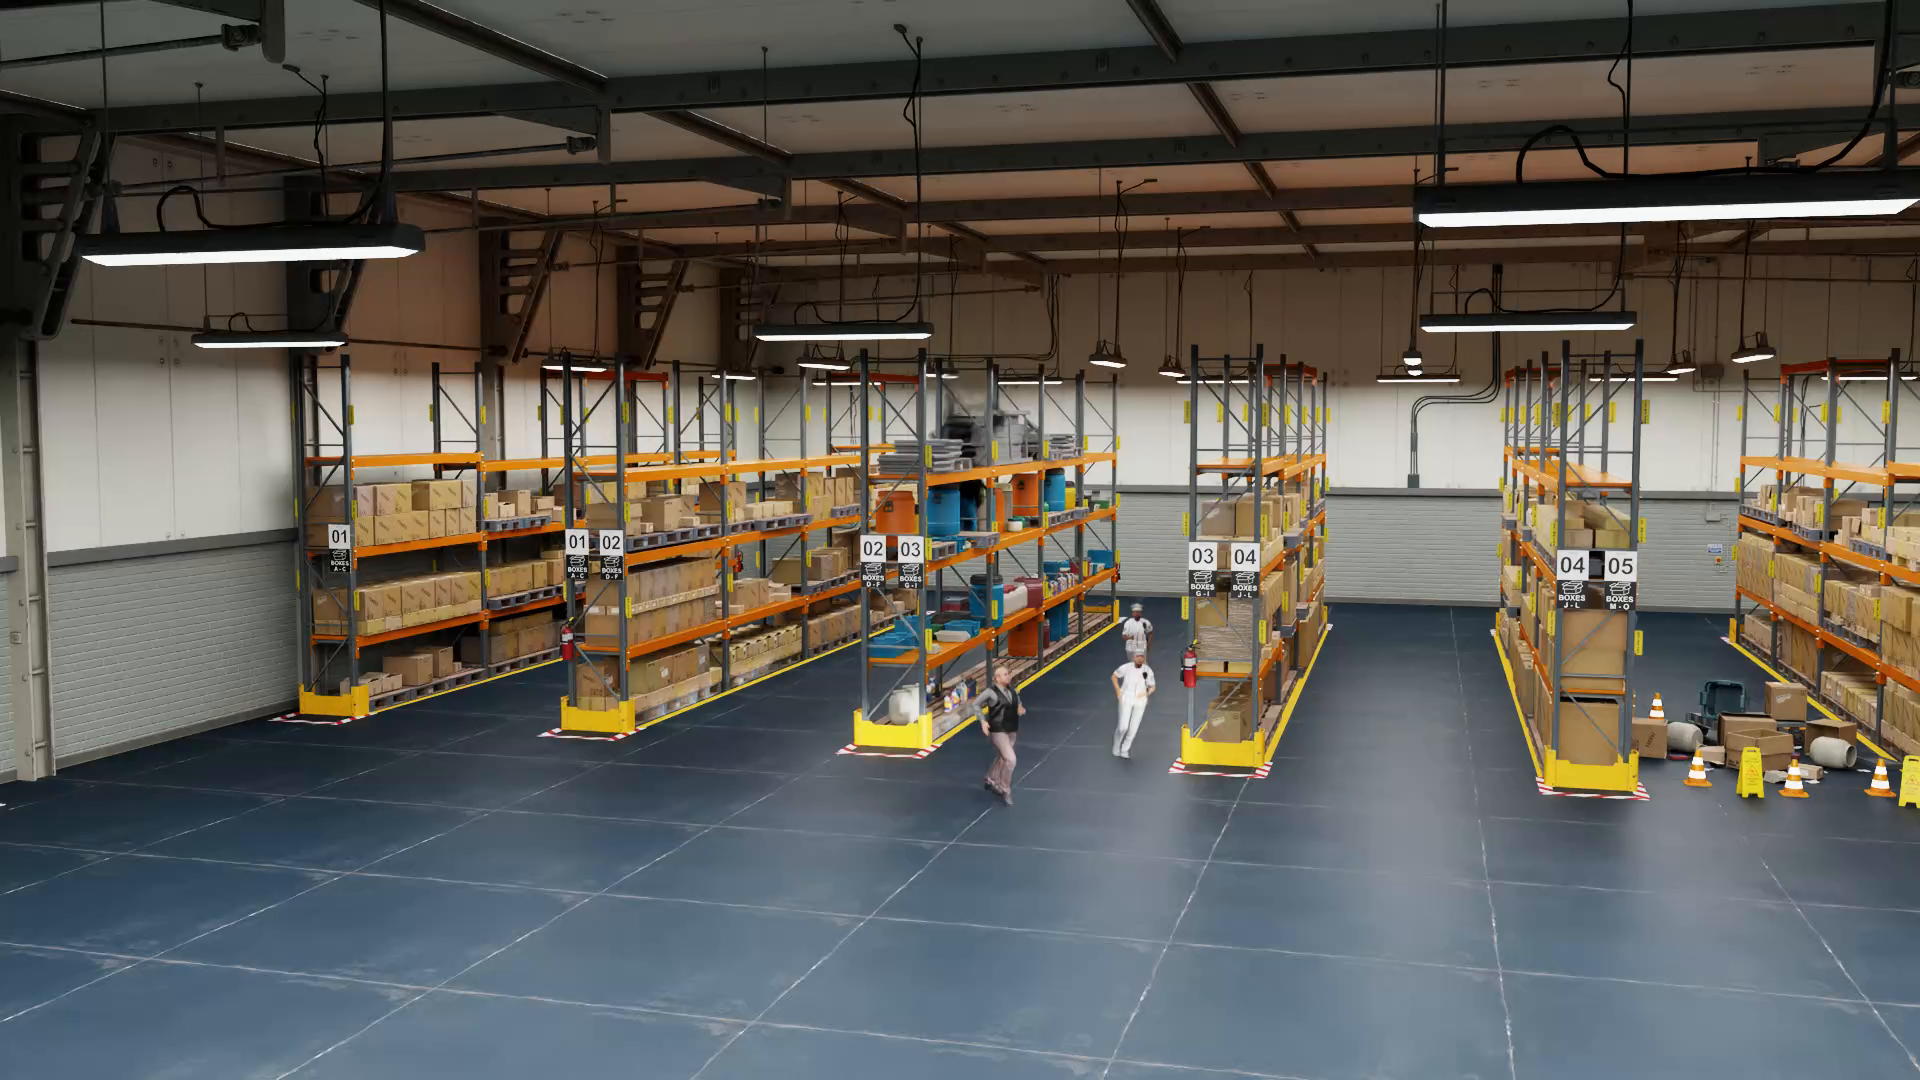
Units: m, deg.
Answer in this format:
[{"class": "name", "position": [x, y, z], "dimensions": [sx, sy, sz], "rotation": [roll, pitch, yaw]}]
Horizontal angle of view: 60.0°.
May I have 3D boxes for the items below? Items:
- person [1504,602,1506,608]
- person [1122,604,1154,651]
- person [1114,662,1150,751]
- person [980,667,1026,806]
[{"class": "person", "position": [13.015, 1.274, 38.866], "dimensions": [0.673, 1.664, 0.634], "rotation": [0, 4, 2]}, {"class": "person", "position": [3.123, 1.977, 29.209], "dimensions": [0.558, 1.728, 0.667], "rotation": [1, 4, 7]}, {"class": "person", "position": [2.515, 2.449, 24.237], "dimensions": [0.516, 1.337, 0.530], "rotation": [0, 4, -2]}, {"class": "person", "position": [0.529, 2.537, 21.494], "dimensions": [0.752, 1.784, 0.521], "rotation": [4, 6, 43]}]
